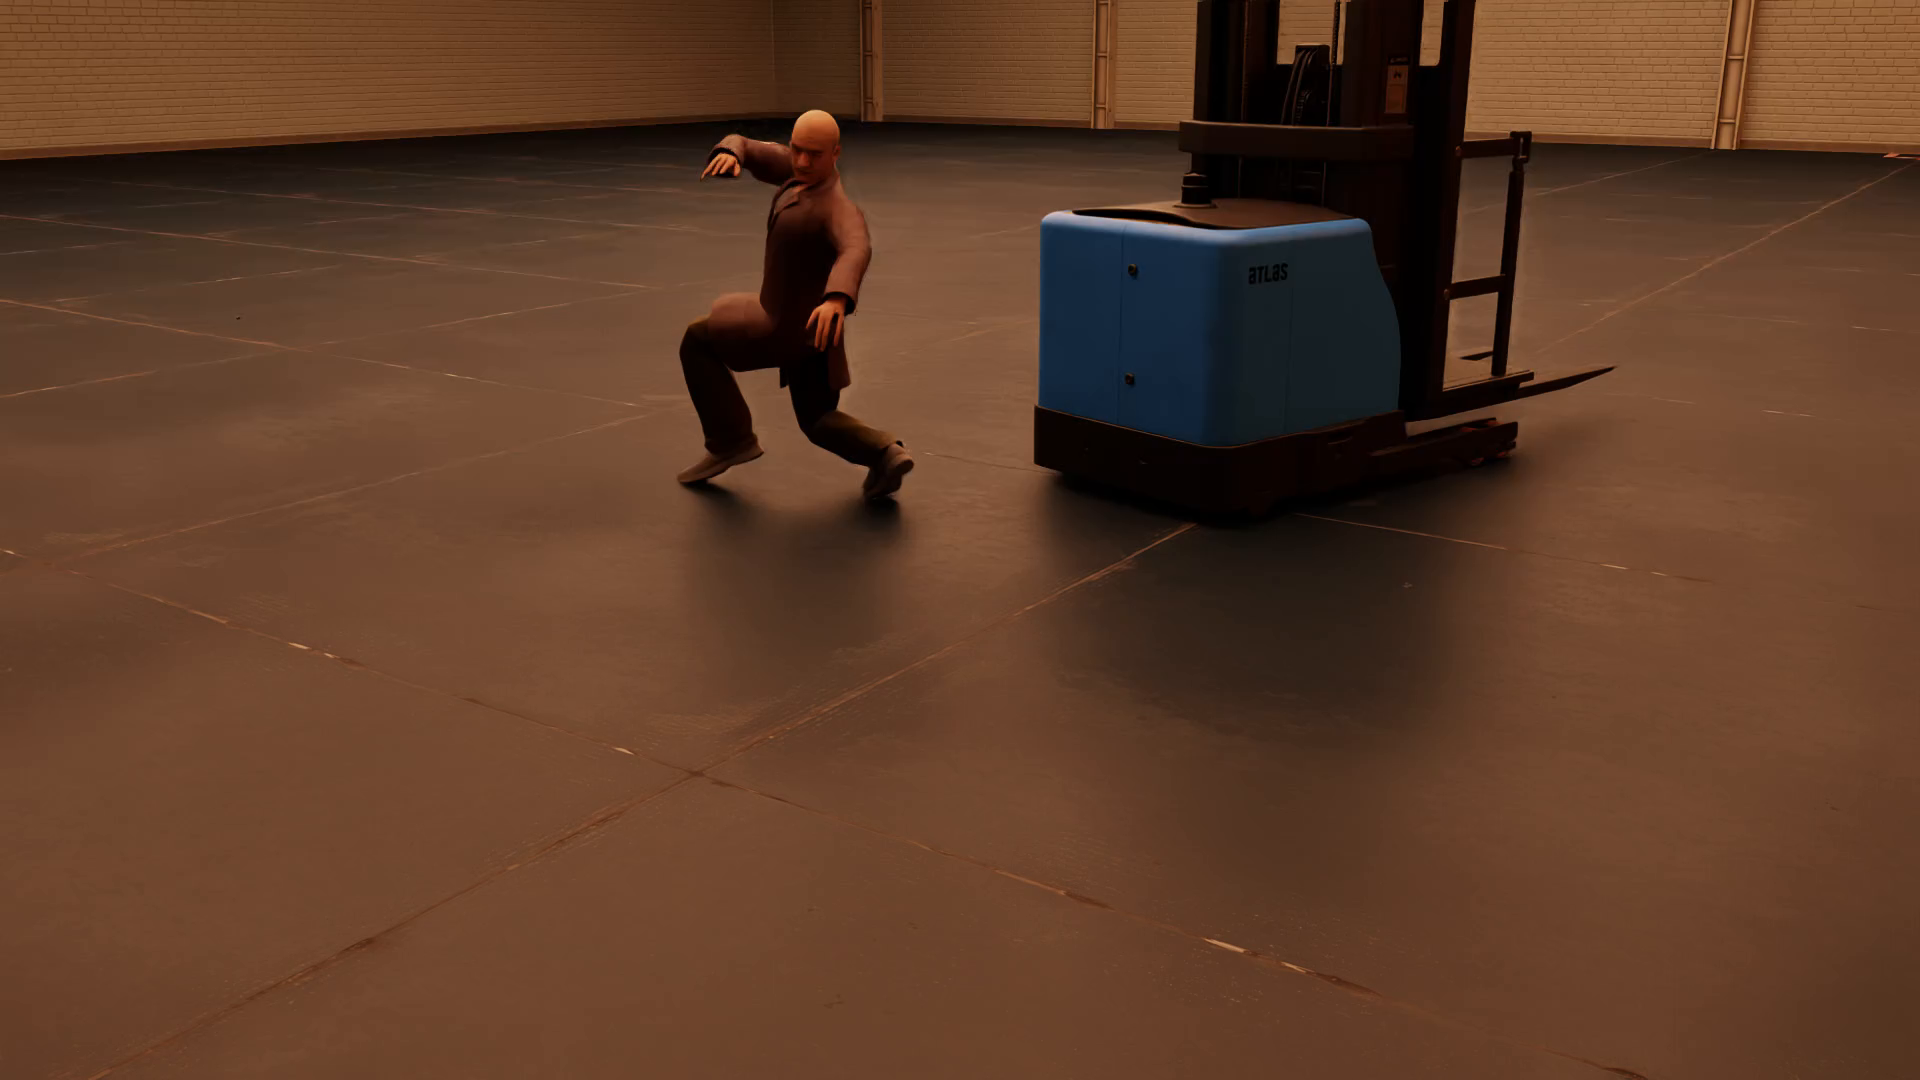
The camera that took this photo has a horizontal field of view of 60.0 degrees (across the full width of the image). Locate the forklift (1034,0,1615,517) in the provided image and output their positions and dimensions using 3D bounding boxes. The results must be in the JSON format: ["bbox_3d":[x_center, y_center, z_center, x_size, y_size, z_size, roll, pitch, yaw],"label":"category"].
[{"bbox_3d":[1.755,-1.817,6.910,3.031,2.935,1.130,-13,21,-38],"label":"forklift"}]

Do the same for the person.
[{"bbox_3d":[-0.696,-0.835,6.190,1.055,1.477,0.957,5,17,17],"label":"person"}]
